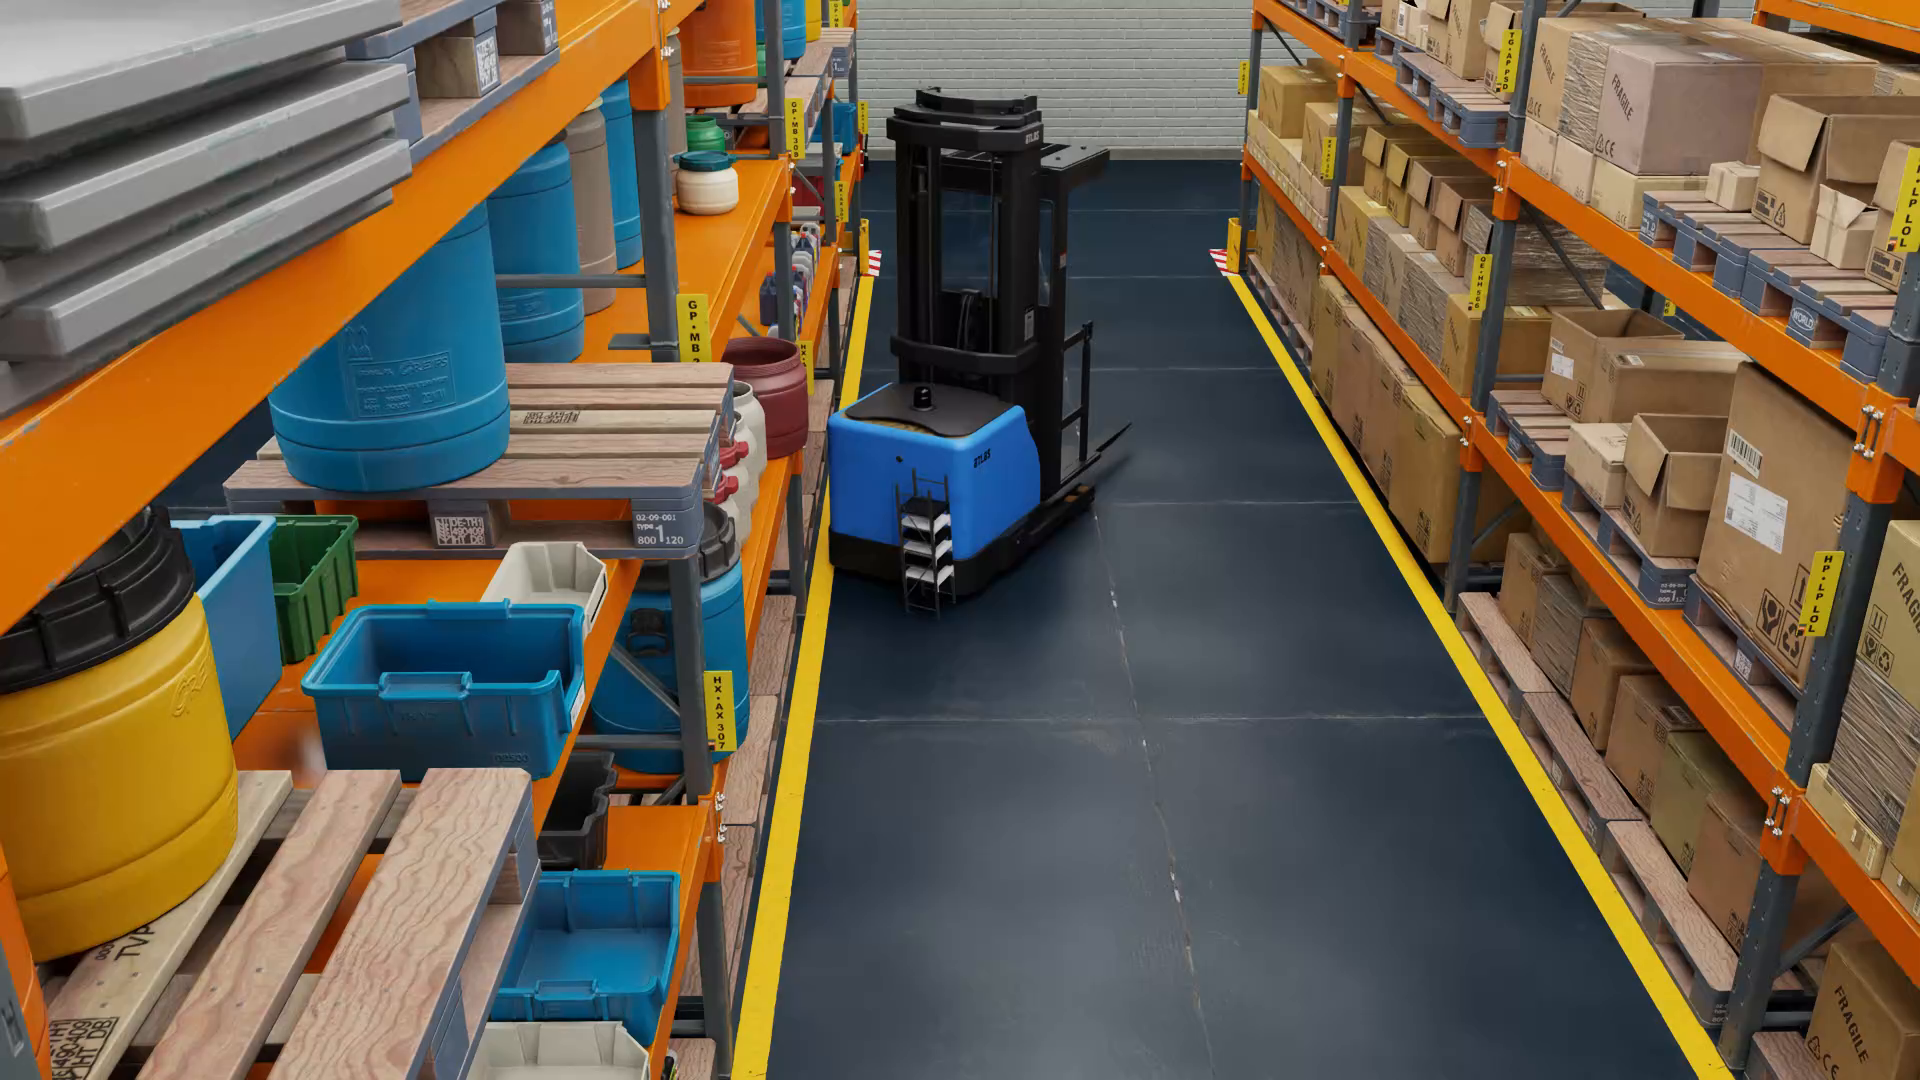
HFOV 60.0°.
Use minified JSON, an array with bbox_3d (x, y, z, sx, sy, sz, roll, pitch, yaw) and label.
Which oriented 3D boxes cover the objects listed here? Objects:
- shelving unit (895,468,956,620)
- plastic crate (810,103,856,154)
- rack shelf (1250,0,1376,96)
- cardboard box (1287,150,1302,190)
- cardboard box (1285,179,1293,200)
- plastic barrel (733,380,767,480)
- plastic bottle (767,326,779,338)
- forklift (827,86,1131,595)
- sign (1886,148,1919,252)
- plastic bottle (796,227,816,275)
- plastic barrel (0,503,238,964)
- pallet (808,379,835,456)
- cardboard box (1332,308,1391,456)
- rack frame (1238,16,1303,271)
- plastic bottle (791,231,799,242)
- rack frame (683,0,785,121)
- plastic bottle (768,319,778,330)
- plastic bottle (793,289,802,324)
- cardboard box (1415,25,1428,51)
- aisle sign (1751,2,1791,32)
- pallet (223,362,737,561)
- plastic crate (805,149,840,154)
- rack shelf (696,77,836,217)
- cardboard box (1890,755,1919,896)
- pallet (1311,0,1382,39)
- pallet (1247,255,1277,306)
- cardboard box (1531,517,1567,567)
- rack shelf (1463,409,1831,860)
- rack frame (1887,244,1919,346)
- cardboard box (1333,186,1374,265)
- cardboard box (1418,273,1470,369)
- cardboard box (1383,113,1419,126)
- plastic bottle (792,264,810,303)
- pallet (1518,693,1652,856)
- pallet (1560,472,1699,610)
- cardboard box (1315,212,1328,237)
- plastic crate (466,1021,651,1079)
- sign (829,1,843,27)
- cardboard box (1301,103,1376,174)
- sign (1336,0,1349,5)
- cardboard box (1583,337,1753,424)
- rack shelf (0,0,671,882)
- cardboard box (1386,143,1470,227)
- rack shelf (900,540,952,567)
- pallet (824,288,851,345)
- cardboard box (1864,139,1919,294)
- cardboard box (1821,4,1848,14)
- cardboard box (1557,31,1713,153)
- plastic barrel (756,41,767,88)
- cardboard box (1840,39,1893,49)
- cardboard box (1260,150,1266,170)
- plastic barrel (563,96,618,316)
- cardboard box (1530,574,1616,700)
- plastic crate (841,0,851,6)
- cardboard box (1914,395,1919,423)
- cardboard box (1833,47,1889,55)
[{"bbox_3d":[-0.205,0.029,10.071,0.258,0.900,0.210,13,34,26],"label":"shelving unit"},{"bbox_3d":[-1.345,-4.116,16.595,0.616,0.435,0.499,0,24,-1],"label":"plastic crate"},{"bbox_3d":[3.439,-4.447,14.675,1.077,0.370,4.000,0,24,-1],"label":"rack shelf"},{"bbox_3d":[3.180,-3.255,14.629,0.500,0.250,0.500,0,24,1],"label":"cardboard box"},{"bbox_3d":[3.116,-3.123,14.820,0.380,0.149,0.250,-1,24,-1],"label":"cardboard box"},{"bbox_3d":[-1.223,-0.541,8.671,0.421,0.512,0.421,0,24,0],"label":"plastic barrel"},{"bbox_3d":[-1.134,-1.227,10.474,0.152,0.276,0.135,0,24,-1],"label":"plastic bottle"},{"bbox_3d":[0.298,-1.562,11.147,1.130,2.935,3.031,13,27,26],"label":"forklift"},{"bbox_3d":[2.994,-1.065,5.220,0.100,0.325,0.005,0,24,-1],"label":"sign"},{"bbox_3d":[-1.154,-2.162,12.450,0.144,0.351,0.185,0,24,-1],"label":"plastic bottle"},{"bbox_3d":[-1.500,0.270,2.635,0.600,0.588,0.600,0,24,0],"label":"plastic barrel"},{"bbox_3d":[-1.525,-0.973,13.145,1.003,0.211,1.213,0,24,-1],"label":"pallet"},{"bbox_3d":[3.499,-1.175,12.277,1.225,0.875,0.875,-1,24,-2],"label":"cardboard box"},{"bbox_3d":[3.418,-4.232,16.967,1.000,3.000,0.127,0,24,-1],"label":"rack frame"},{"bbox_3d":[-1.288,-2.302,12.941,0.097,0.201,0.097,0,24,0],"label":"plastic bottle"},{"bbox_3d":[-1.448,-3.647,8.393,1.000,3.000,0.127,0,24,-1],"label":"rack frame"},{"bbox_3d":[-1.169,-1.273,10.580,0.097,0.271,0.097,0,24,0],"label":"plastic bottle"},{"bbox_3d":[-1.116,-1.558,11.211,0.097,0.271,0.097,0,24,0],"label":"plastic bottle"},{"bbox_3d":[3.327,-3.413,11.312,0.380,0.149,0.250,-1,24,-3],"label":"cardboard box"},{"bbox_3d":[8.078,-5.426,16.452,0.394,0.787,0.004,0,24,-1],"label":"aisle sign"},{"bbox_3d":[-1.299,-0.249,4.749,1.213,0.211,1.003,0,24,-1],"label":"pallet"},{"bbox_3d":[-1.356,-3.662,15.955,0.396,0.136,0.243,0,24,-1],"label":"plastic crate"},{"bbox_3d":[-1.470,-2.776,10.982,1.077,0.370,4.000,0,24,-1],"label":"rack shelf"},{"bbox_3d":[3.462,0.924,5.086,0.875,0.500,0.500,0,24,-1],"label":"cardboard box"},{"bbox_3d":[3.463,-4.247,13.469,1.003,0.211,1.213,0,24,-1],"label":"pallet"},{"bbox_3d":[3.505,-2.632,16.814,1.003,0.211,1.213,0,24,-1],"label":"pallet"},{"bbox_3d":[3.542,-0.063,9.338,0.500,0.250,0.500,1,24,2],"label":"cardboard box"},{"bbox_3d":[3.527,0.216,8.005,1.077,0.370,4.000,0,24,-1],"label":"rack shelf"},{"bbox_3d":[3.548,-2.021,4.798,1.000,3.000,0.127,0,24,-1],"label":"rack frame"},{"bbox_3d":[3.216,-2.439,12.881,0.500,0.500,0.500,0,24,0],"label":"cardboard box"},{"bbox_3d":[3.252,-1.389,10.559,0.500,0.500,0.500,0,24,-1],"label":"cardboard box"},{"bbox_3d":[3.712,-3.191,13.577,0.500,0.500,0.500,0,24,-1],"label":"cardboard box"},{"bbox_3d":[-1.150,-1.835,11.817,0.152,0.276,0.135,0,24,-1],"label":"plastic bottle"},{"bbox_3d":[3.522,1.158,8.432,1.003,0.211,1.213,0,24,-1],"label":"pallet"},{"bbox_3d":[3.567,-0.033,7.915,1.003,0.211,1.213,0,24,-1],"label":"pallet"},{"bbox_3d":[3.130,-2.594,13.649,0.380,0.149,0.250,0,24,0],"label":"cardboard box"},{"bbox_3d":[-1.133,1.523,4.562,0.530,0.136,0.437,0,24,-1],"label":"plastic crate"},{"bbox_3d":[-0.941,-3.934,12.657,0.100,0.325,0.005,0,24,-1],"label":"sign"},{"bbox_3d":[3.187,-3.387,14.011,0.500,0.500,0.500,0,24,0],"label":"cardboard box"},{"bbox_3d":[2.906,-4.219,12.575,0.100,0.325,0.005,0,24,-1],"label":"sign"},{"bbox_3d":[3.657,-0.721,8.572,0.700,0.500,0.500,3,25,7],"label":"cardboard box"},{"bbox_3d":[-1.382,-0.664,3.157,1.077,0.370,4.000,0,24,-1],"label":"rack shelf"},{"bbox_3d":[3.472,-2.540,11.888,0.797,0.503,0.637,0,24,0],"label":"cardboard box"},{"bbox_3d":[-0.203,0.058,10.088,0.258,0.077,0.200,13,34,26],"label":"rack shelf"},{"bbox_3d":[-1.555,-2.098,15.632,1.003,0.211,1.213,0,24,-1],"label":"pallet"},{"bbox_3d":[3.642,-1.087,5.737,0.797,0.503,0.637,-1,24,-3],"label":"cardboard box"},{"bbox_3d":[8.148,-4.896,14.977,0.500,0.250,0.500,-1,24,-2],"label":"cardboard box"},{"bbox_3d":[3.255,-2.172,8.044,0.500,0.500,0.500,0,24,0],"label":"cardboard box"},{"bbox_3d":[-1.230,-2.838,9.924,0.294,0.245,0.294,0,24,0],"label":"plastic barrel"},{"bbox_3d":[8.638,-4.453,15.760,0.500,0.500,0.500,-1,24,-2],"label":"cardboard box"},{"bbox_3d":[3.103,-3.651,15.988,0.380,0.149,0.250,-1,24,-1],"label":"cardboard box"},{"bbox_3d":[-1.634,-1.338,6.321,0.600,0.901,0.600,0,24,0],"label":"plastic barrel"},{"bbox_3d":[3.551,0.507,8.988,0.700,0.500,0.500,-2,24,-5],"label":"cardboard box"},{"bbox_3d":[-1.239,-5.075,15.448,0.450,0.188,0.336,0,24,-1],"label":"plastic crate"},{"bbox_3d":[3.297,-0.399,5.034,0.500,0.250,0.500,-1,24,-3],"label":"cardboard box"},{"bbox_3d":[8.113,-4.241,15.291,0.500,0.500,0.500,-1,24,-2],"label":"cardboard box"}]
